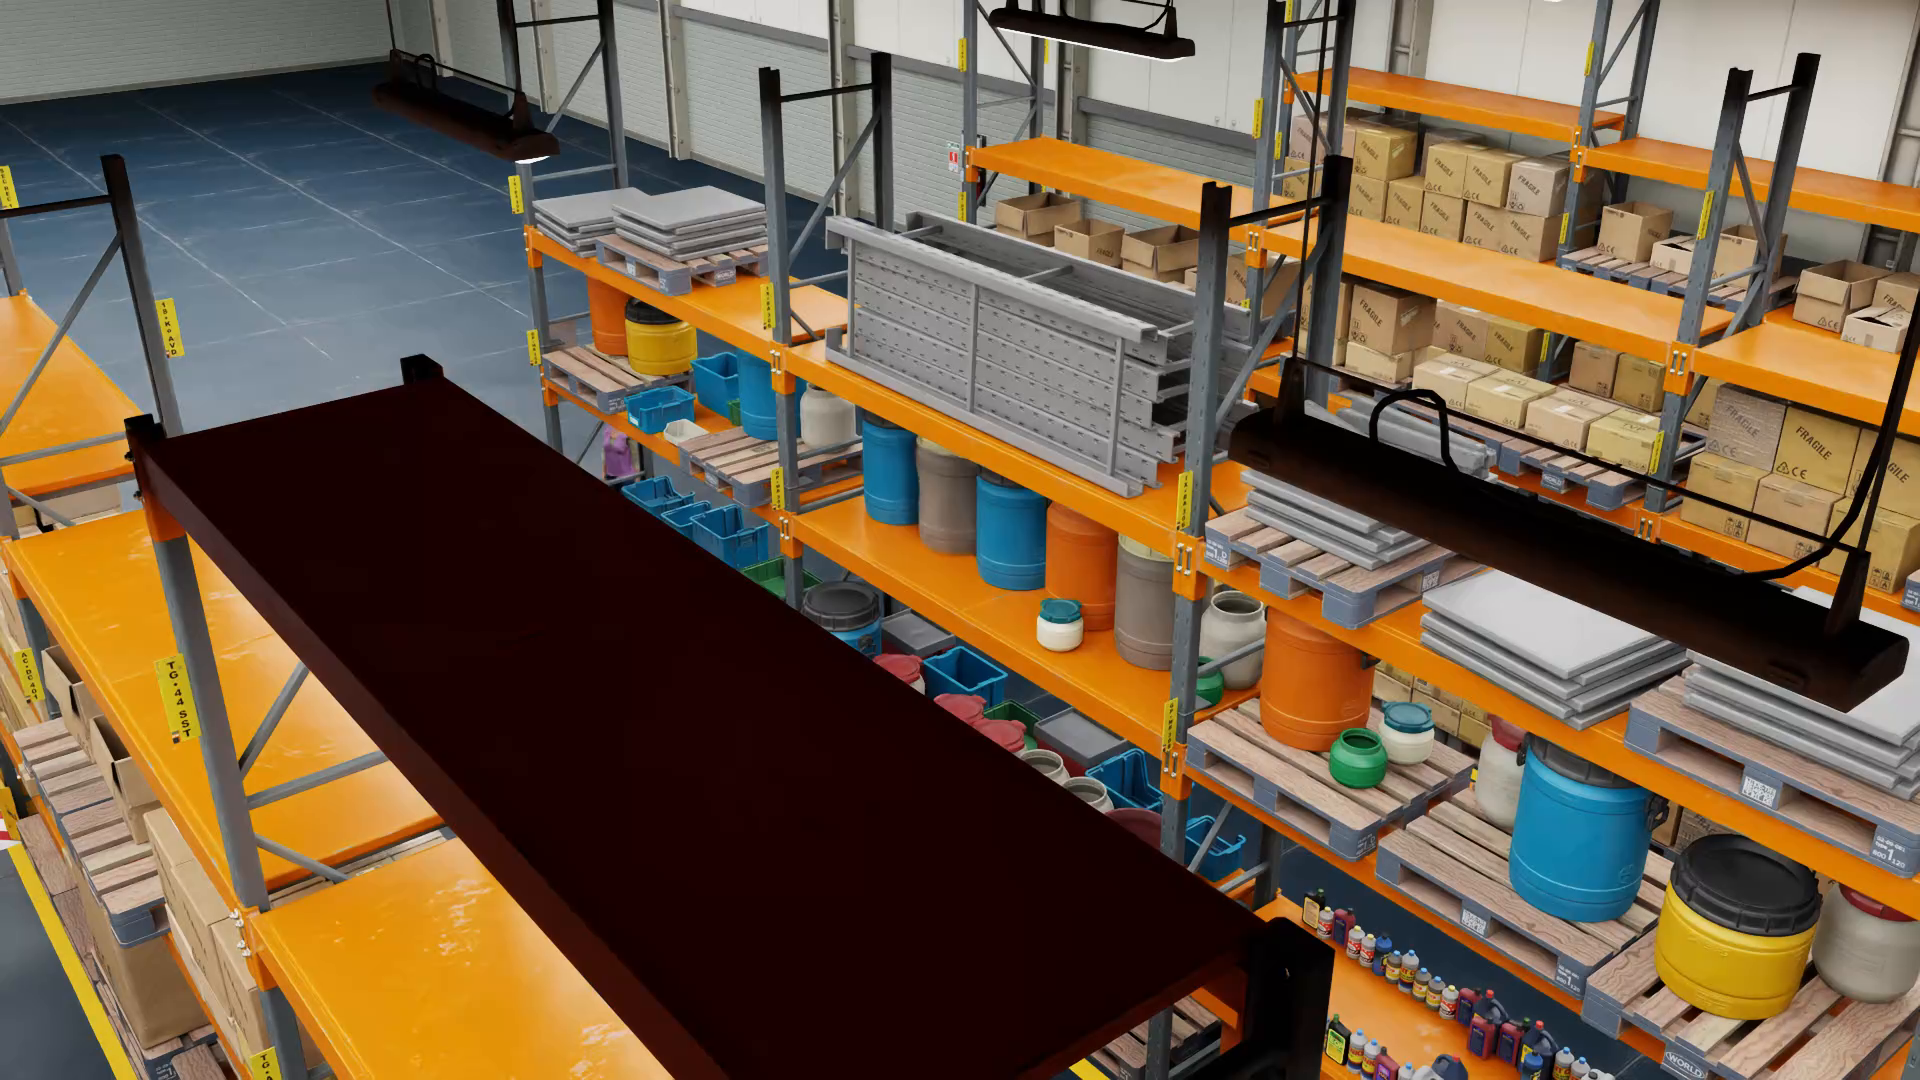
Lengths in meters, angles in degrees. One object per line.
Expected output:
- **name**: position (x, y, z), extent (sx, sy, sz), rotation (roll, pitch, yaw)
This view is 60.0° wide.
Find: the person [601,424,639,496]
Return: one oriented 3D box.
- **person**: position (-3.596, -0.733, 17.913), extent (0.419, 1.594, 0.545), rotation (14, 29, 27)
